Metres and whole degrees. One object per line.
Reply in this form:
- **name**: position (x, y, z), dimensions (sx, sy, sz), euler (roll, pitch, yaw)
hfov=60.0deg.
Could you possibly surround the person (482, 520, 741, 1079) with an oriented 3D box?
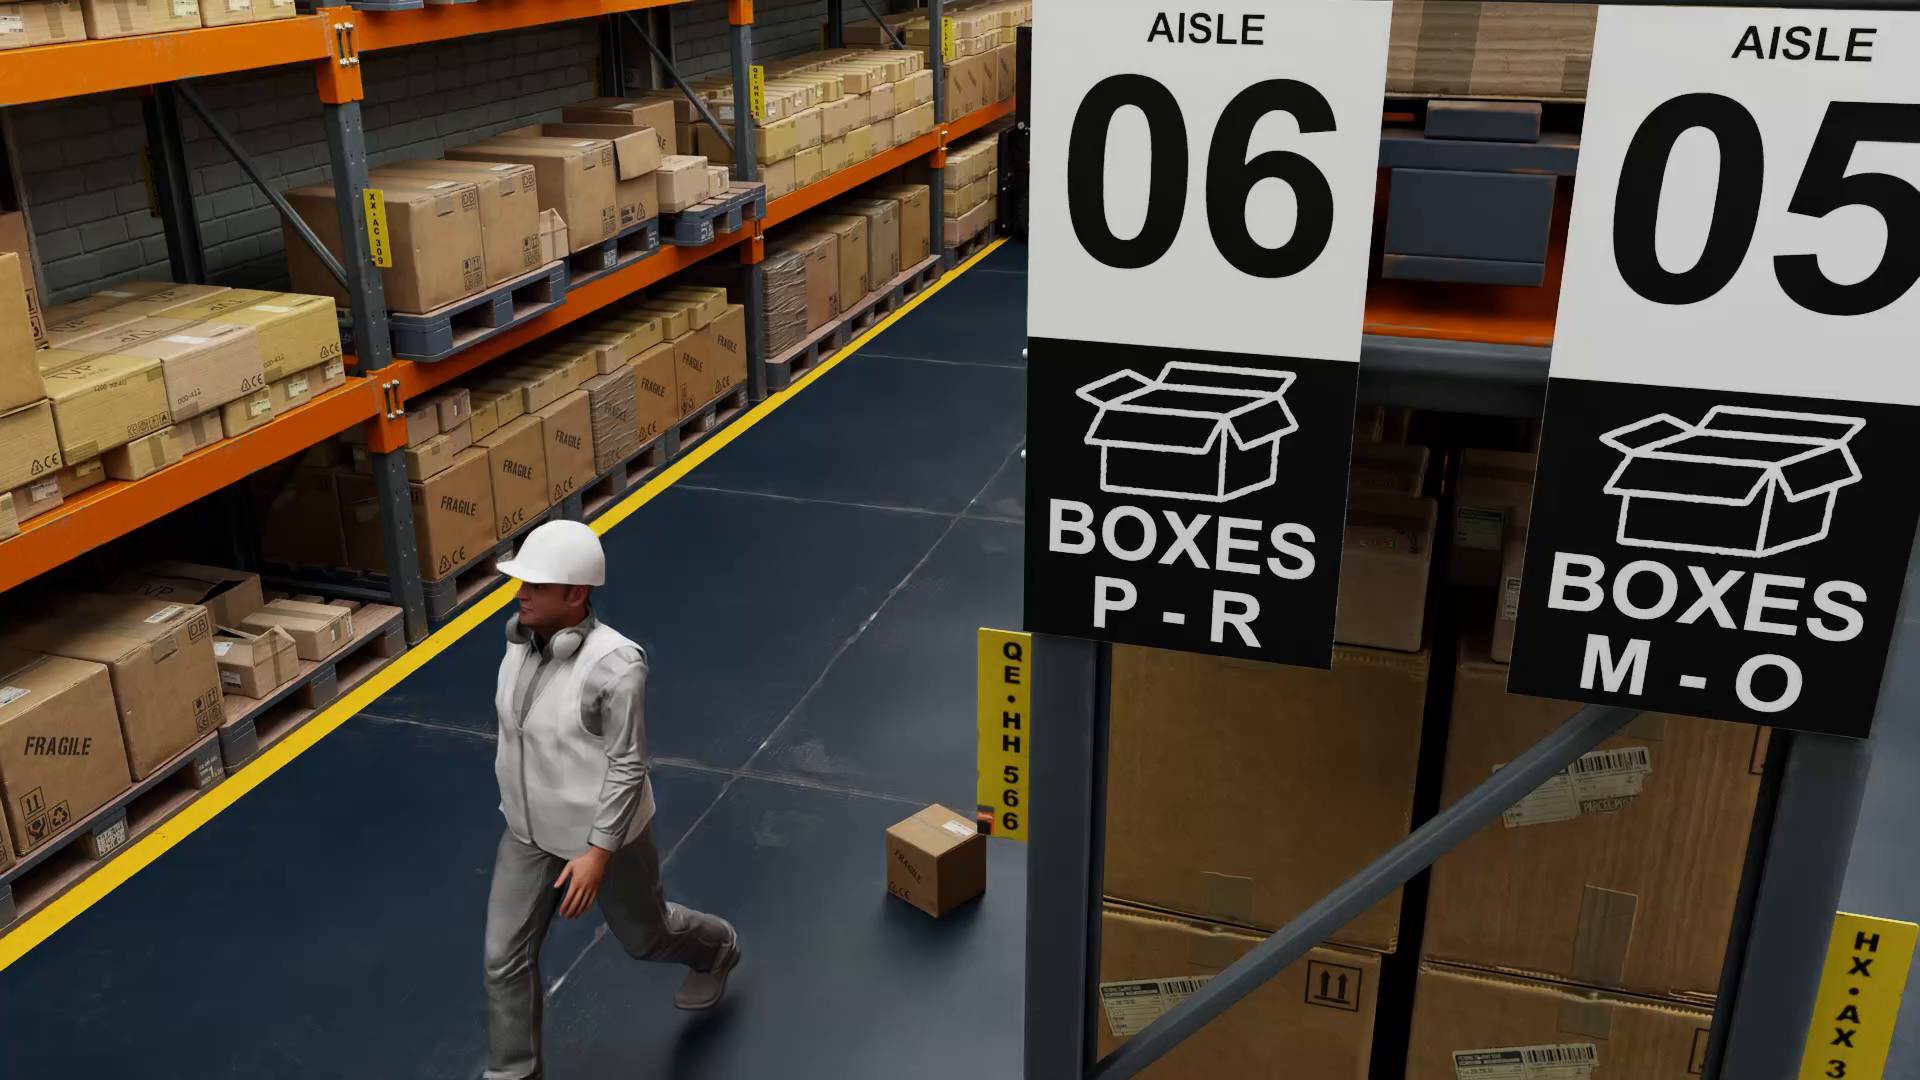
- **person**: position (-1.059, 0.768, 4.642), dimensions (0.550, 1.726, 1.039), euler (13, 25, 29)
